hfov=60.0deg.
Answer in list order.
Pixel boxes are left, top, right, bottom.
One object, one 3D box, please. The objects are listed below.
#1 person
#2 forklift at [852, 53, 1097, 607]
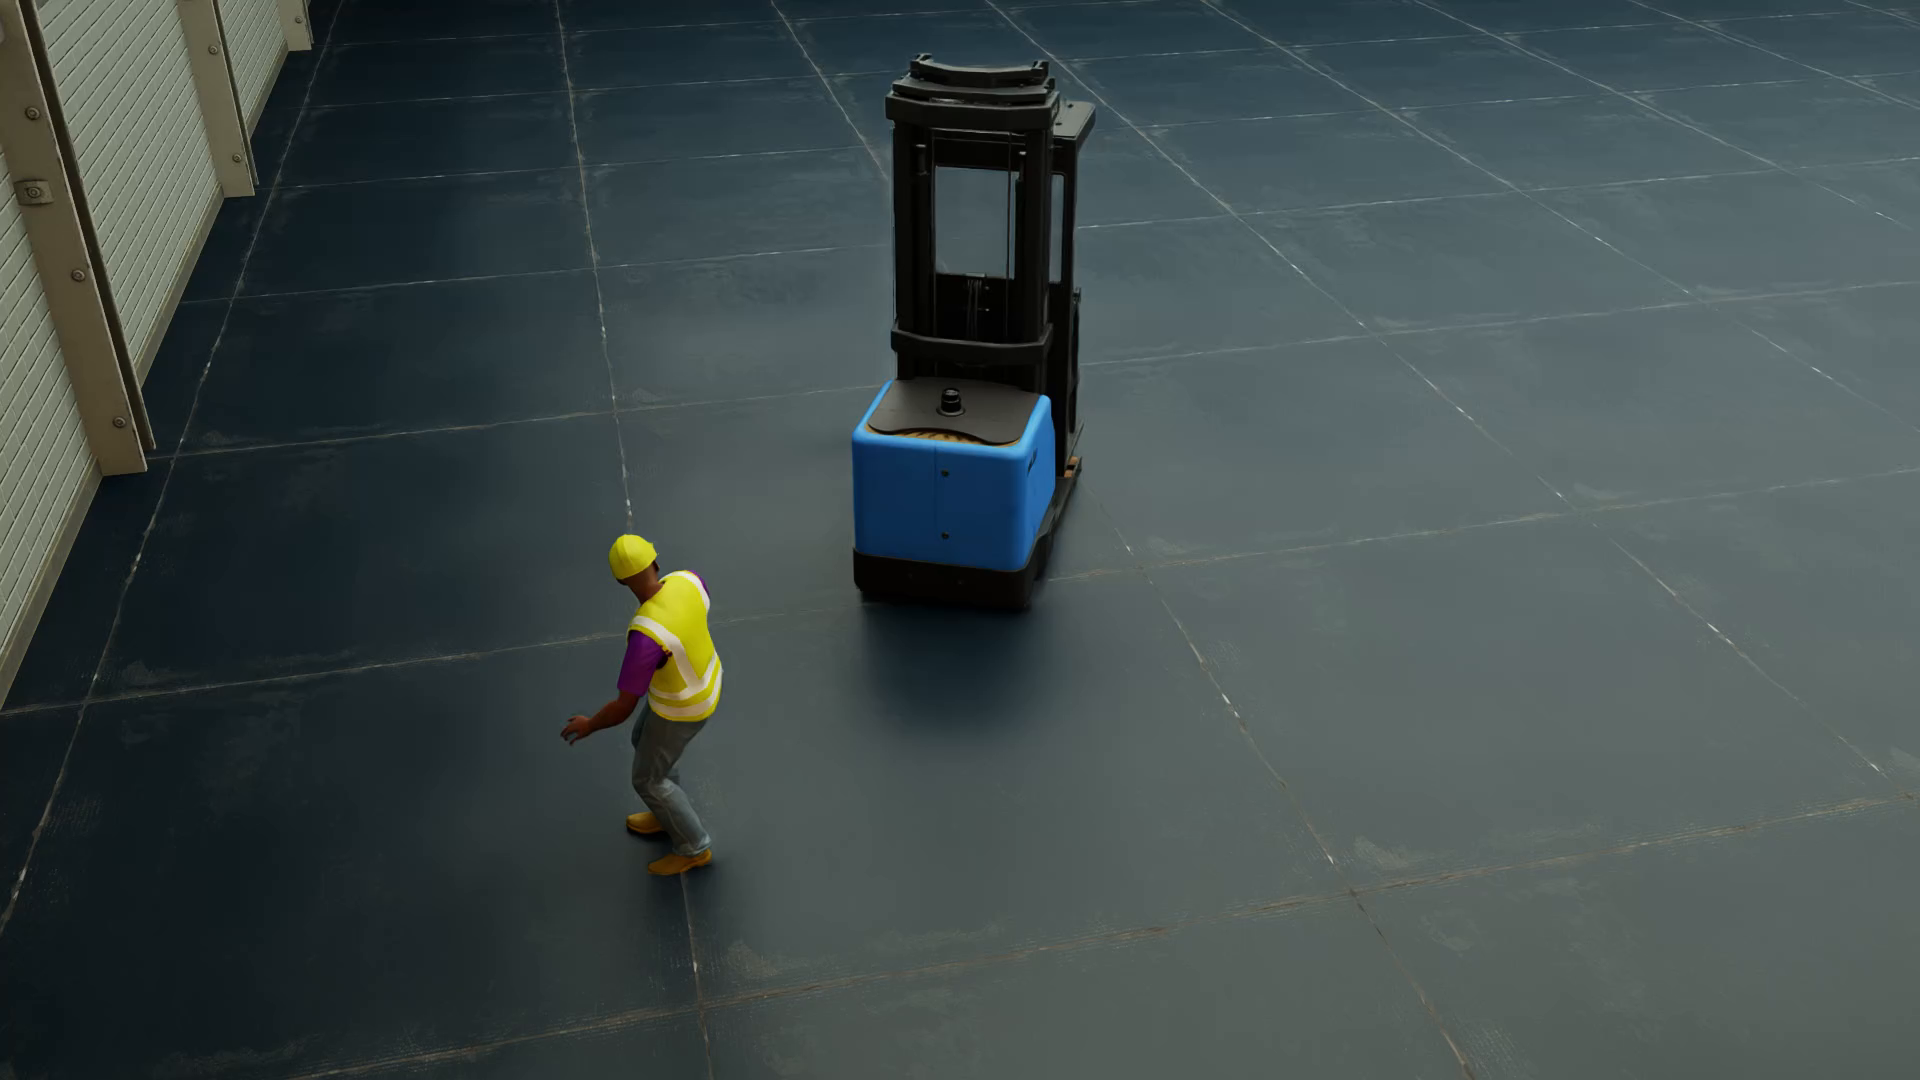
[{"bbox_3d":[-1.424,0.730,7.587,0.645,1.716,0.821,3,30,4],"label":"person"},{"bbox_3d":[0.204,-1.603,10.343,1.130,2.935,3.031,7,31,11],"label":"forklift"}]
